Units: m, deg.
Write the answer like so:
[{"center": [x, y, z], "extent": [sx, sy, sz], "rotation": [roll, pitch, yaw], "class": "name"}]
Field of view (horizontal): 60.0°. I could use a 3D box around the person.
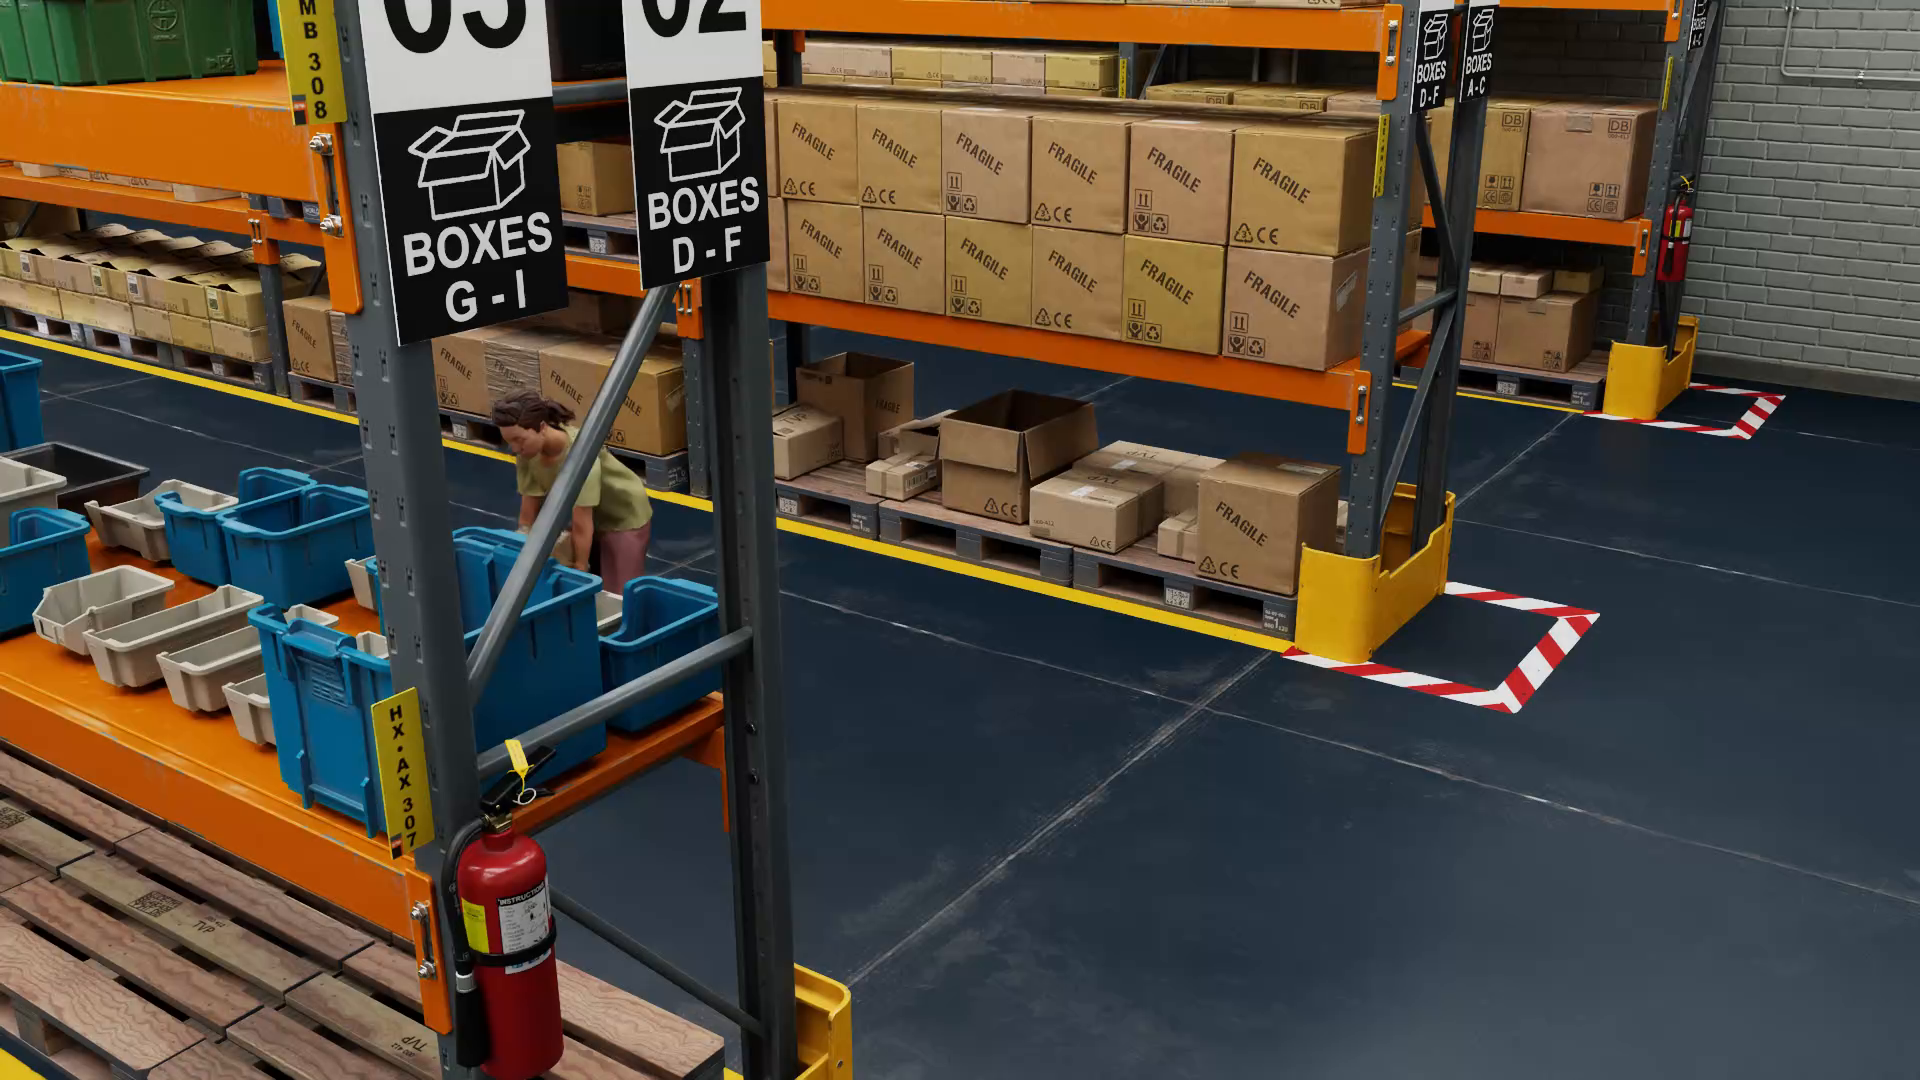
[{"center": [-1.535, 0.066, 6.675], "extent": [0.411, 1.489, 0.683], "rotation": [12, 23, 31], "class": "person"}]
